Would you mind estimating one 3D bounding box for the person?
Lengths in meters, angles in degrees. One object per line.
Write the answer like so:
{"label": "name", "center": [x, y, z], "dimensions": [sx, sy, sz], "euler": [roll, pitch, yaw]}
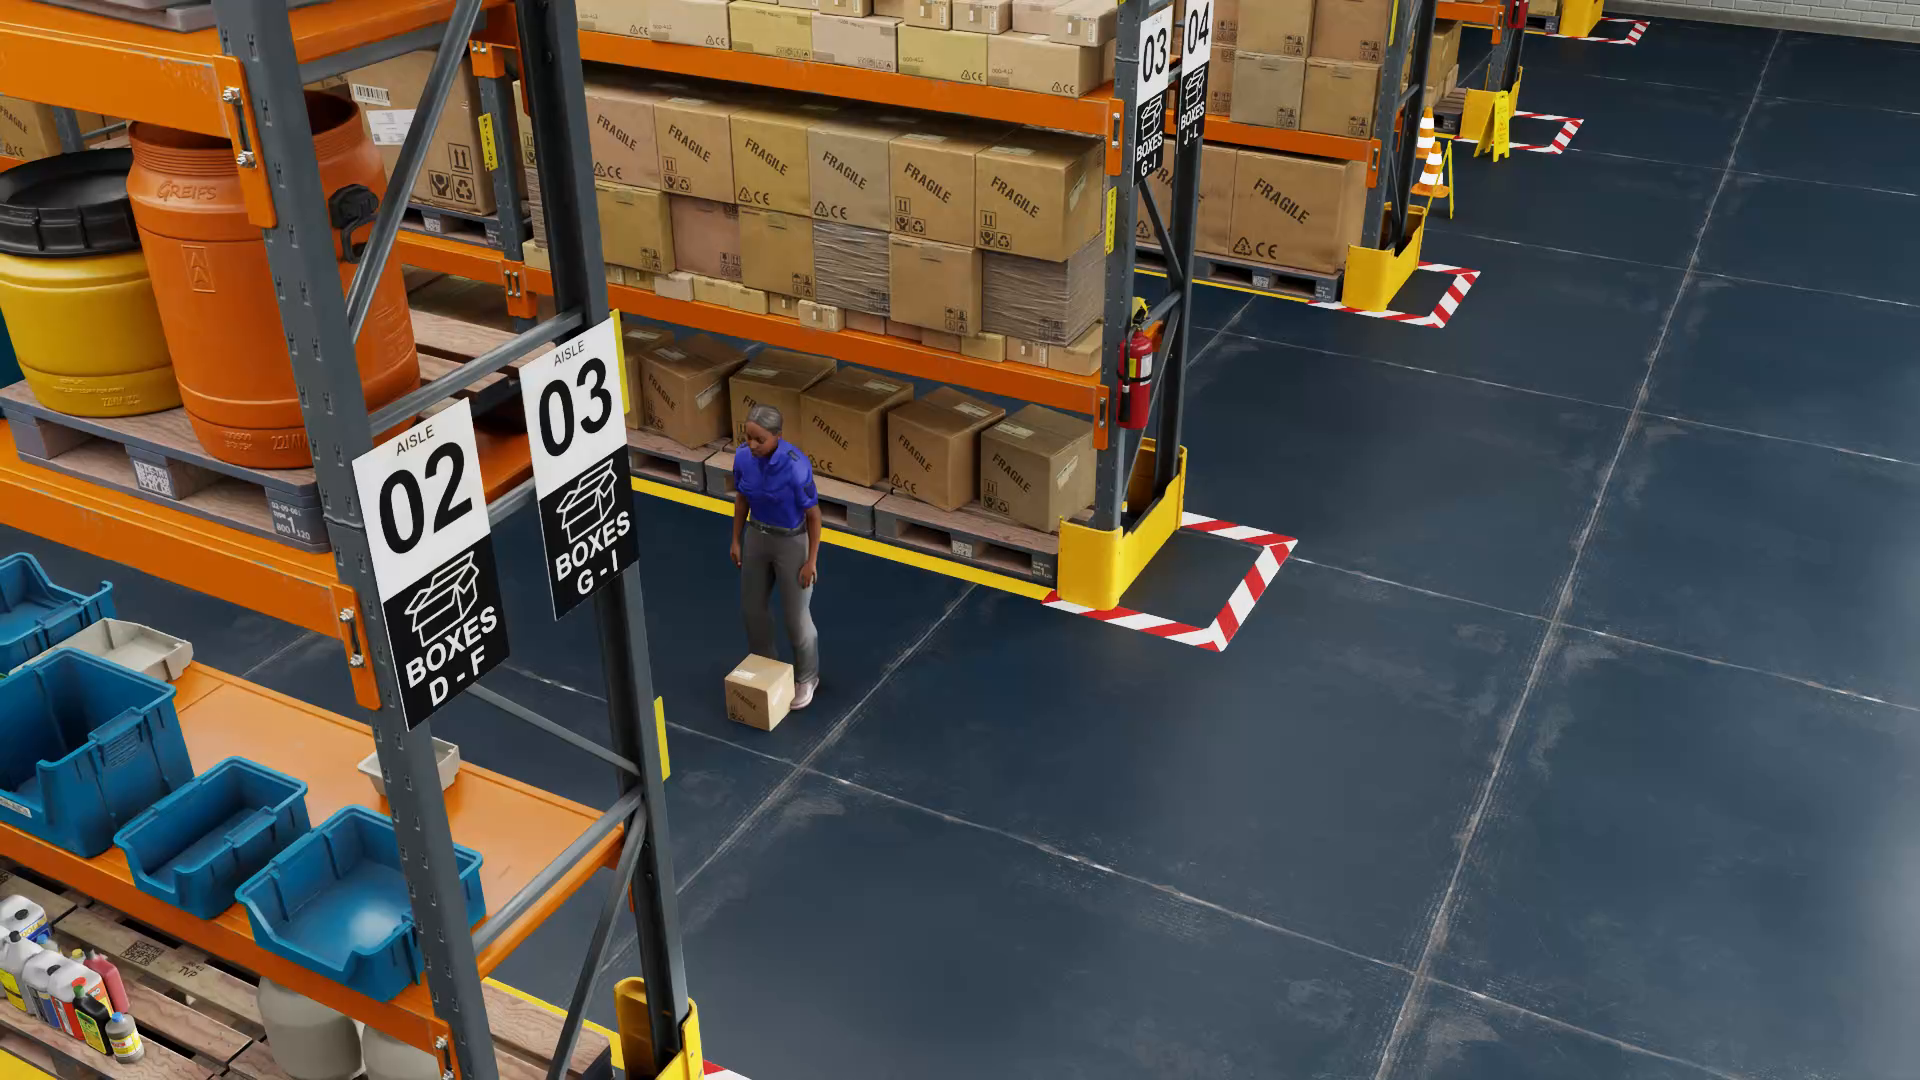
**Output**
{"label": "person", "center": [-0.910, 0.052, 8.200], "dimensions": [0.506, 1.655, 0.346], "euler": [15, 33, 24]}
